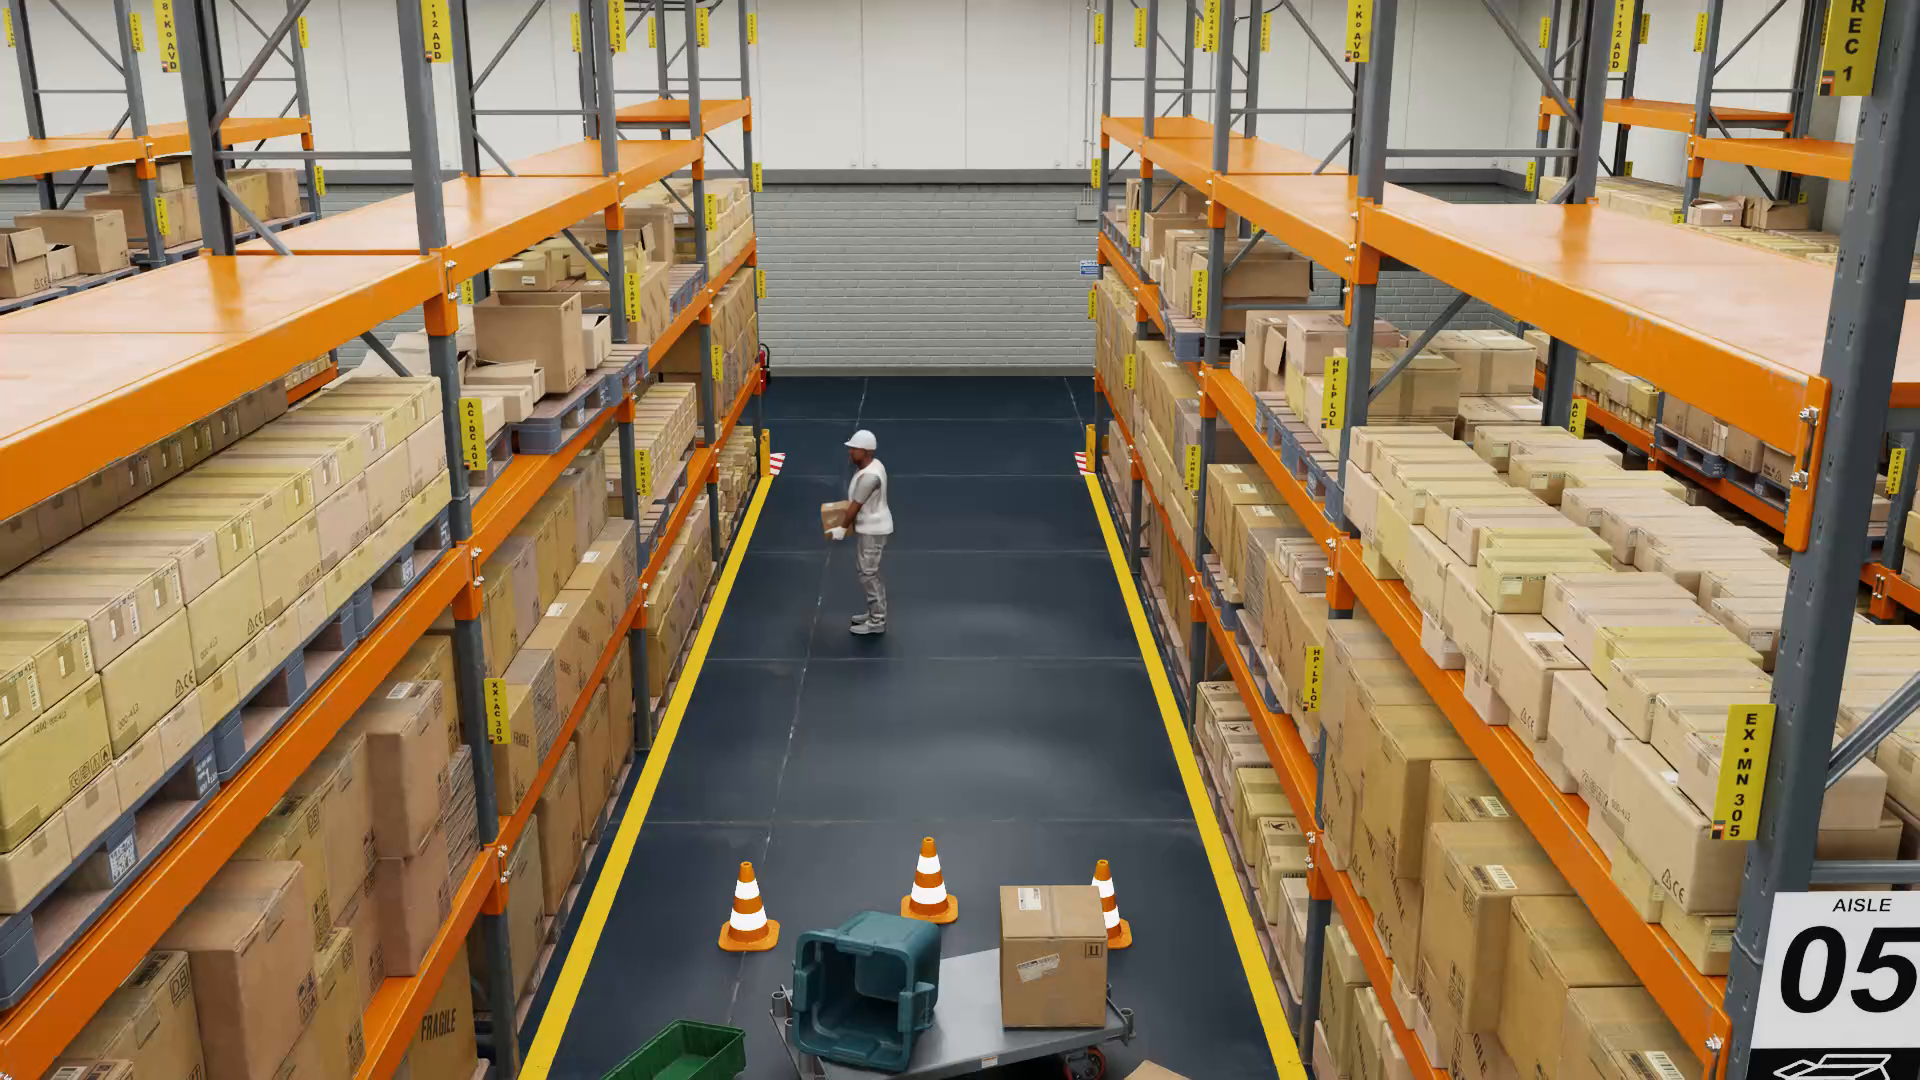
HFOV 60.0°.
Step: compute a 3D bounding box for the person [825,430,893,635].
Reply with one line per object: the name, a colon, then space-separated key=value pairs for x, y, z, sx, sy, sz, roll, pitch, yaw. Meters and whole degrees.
person: x=-0.870 y=-0.076 z=14.355 sx=0.587 sy=1.778 sz=0.491 roll=-1 pitch=17 yaw=-2
